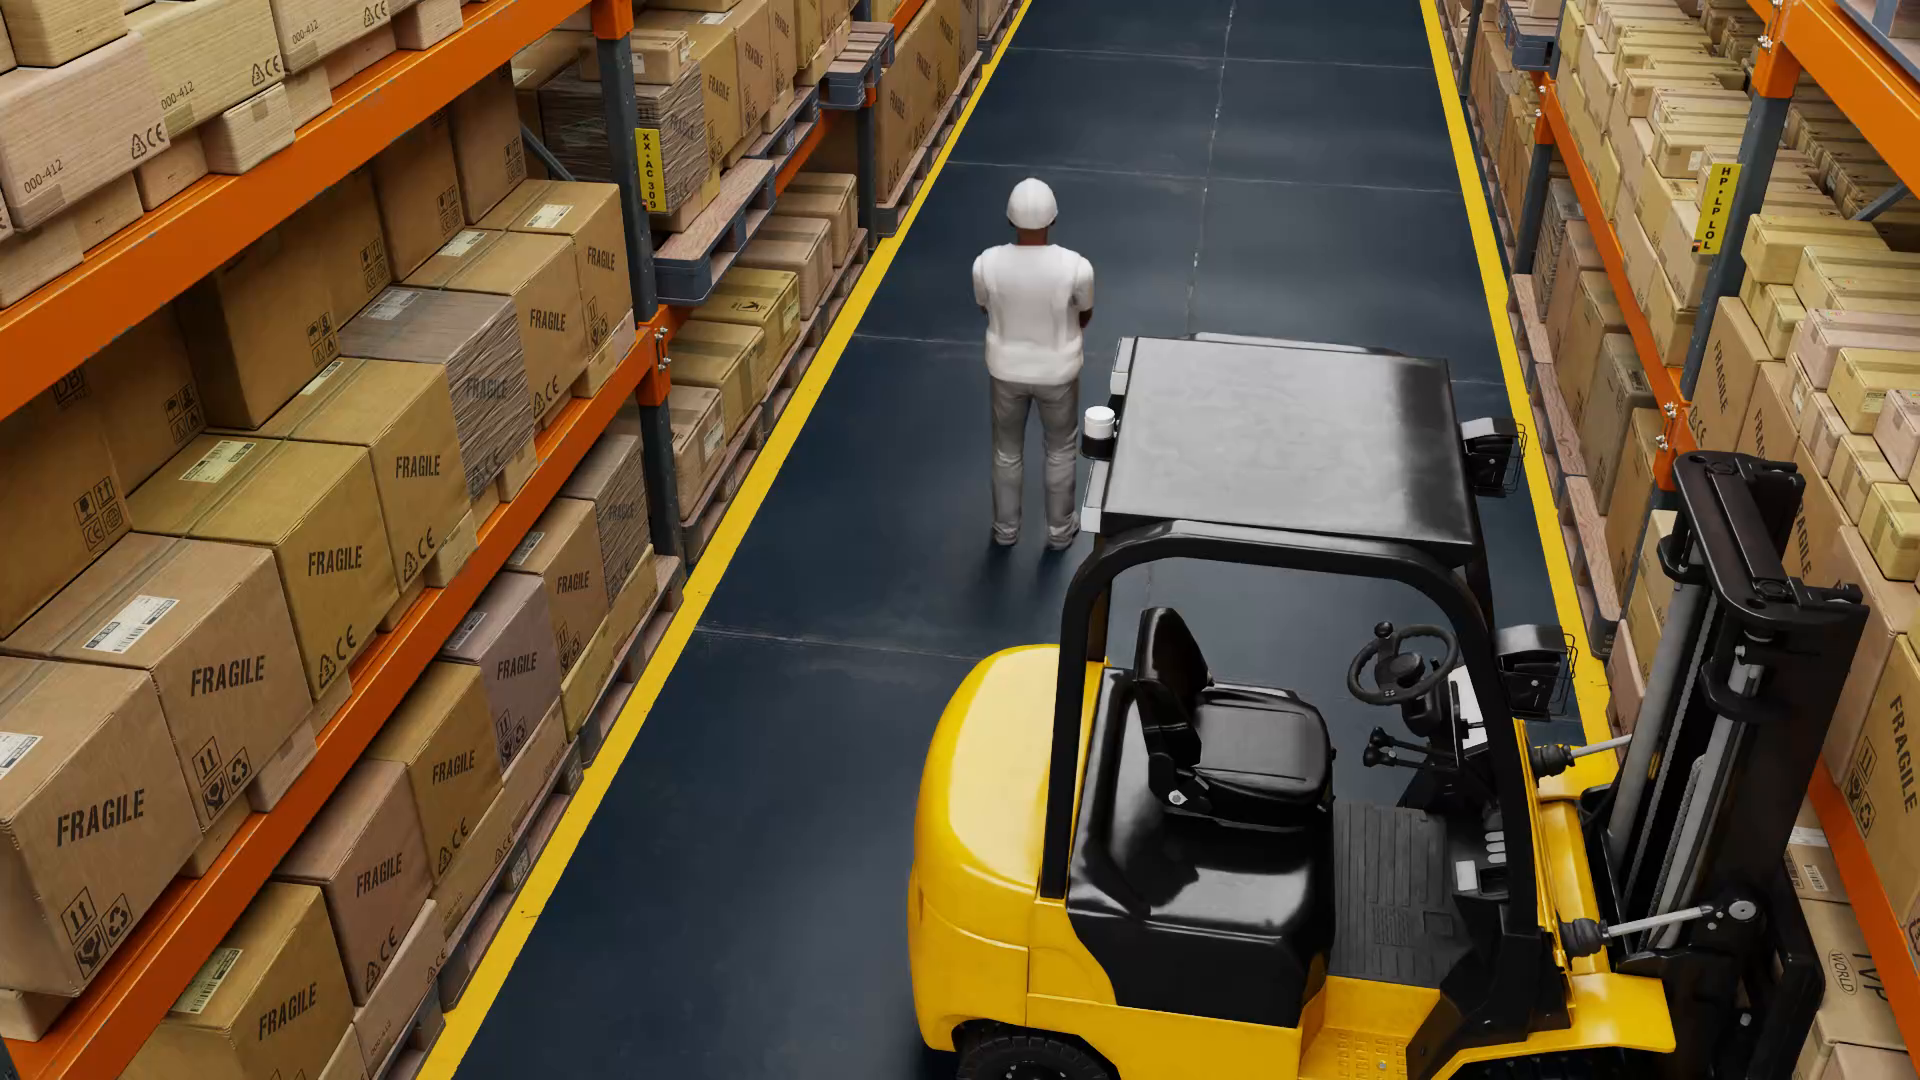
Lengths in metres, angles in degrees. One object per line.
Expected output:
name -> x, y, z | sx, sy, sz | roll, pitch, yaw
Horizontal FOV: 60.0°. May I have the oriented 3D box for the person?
person -> 0.331, -1.153, 7.162 | 0.495, 0.930, 0.571 | 5, 33, 8
